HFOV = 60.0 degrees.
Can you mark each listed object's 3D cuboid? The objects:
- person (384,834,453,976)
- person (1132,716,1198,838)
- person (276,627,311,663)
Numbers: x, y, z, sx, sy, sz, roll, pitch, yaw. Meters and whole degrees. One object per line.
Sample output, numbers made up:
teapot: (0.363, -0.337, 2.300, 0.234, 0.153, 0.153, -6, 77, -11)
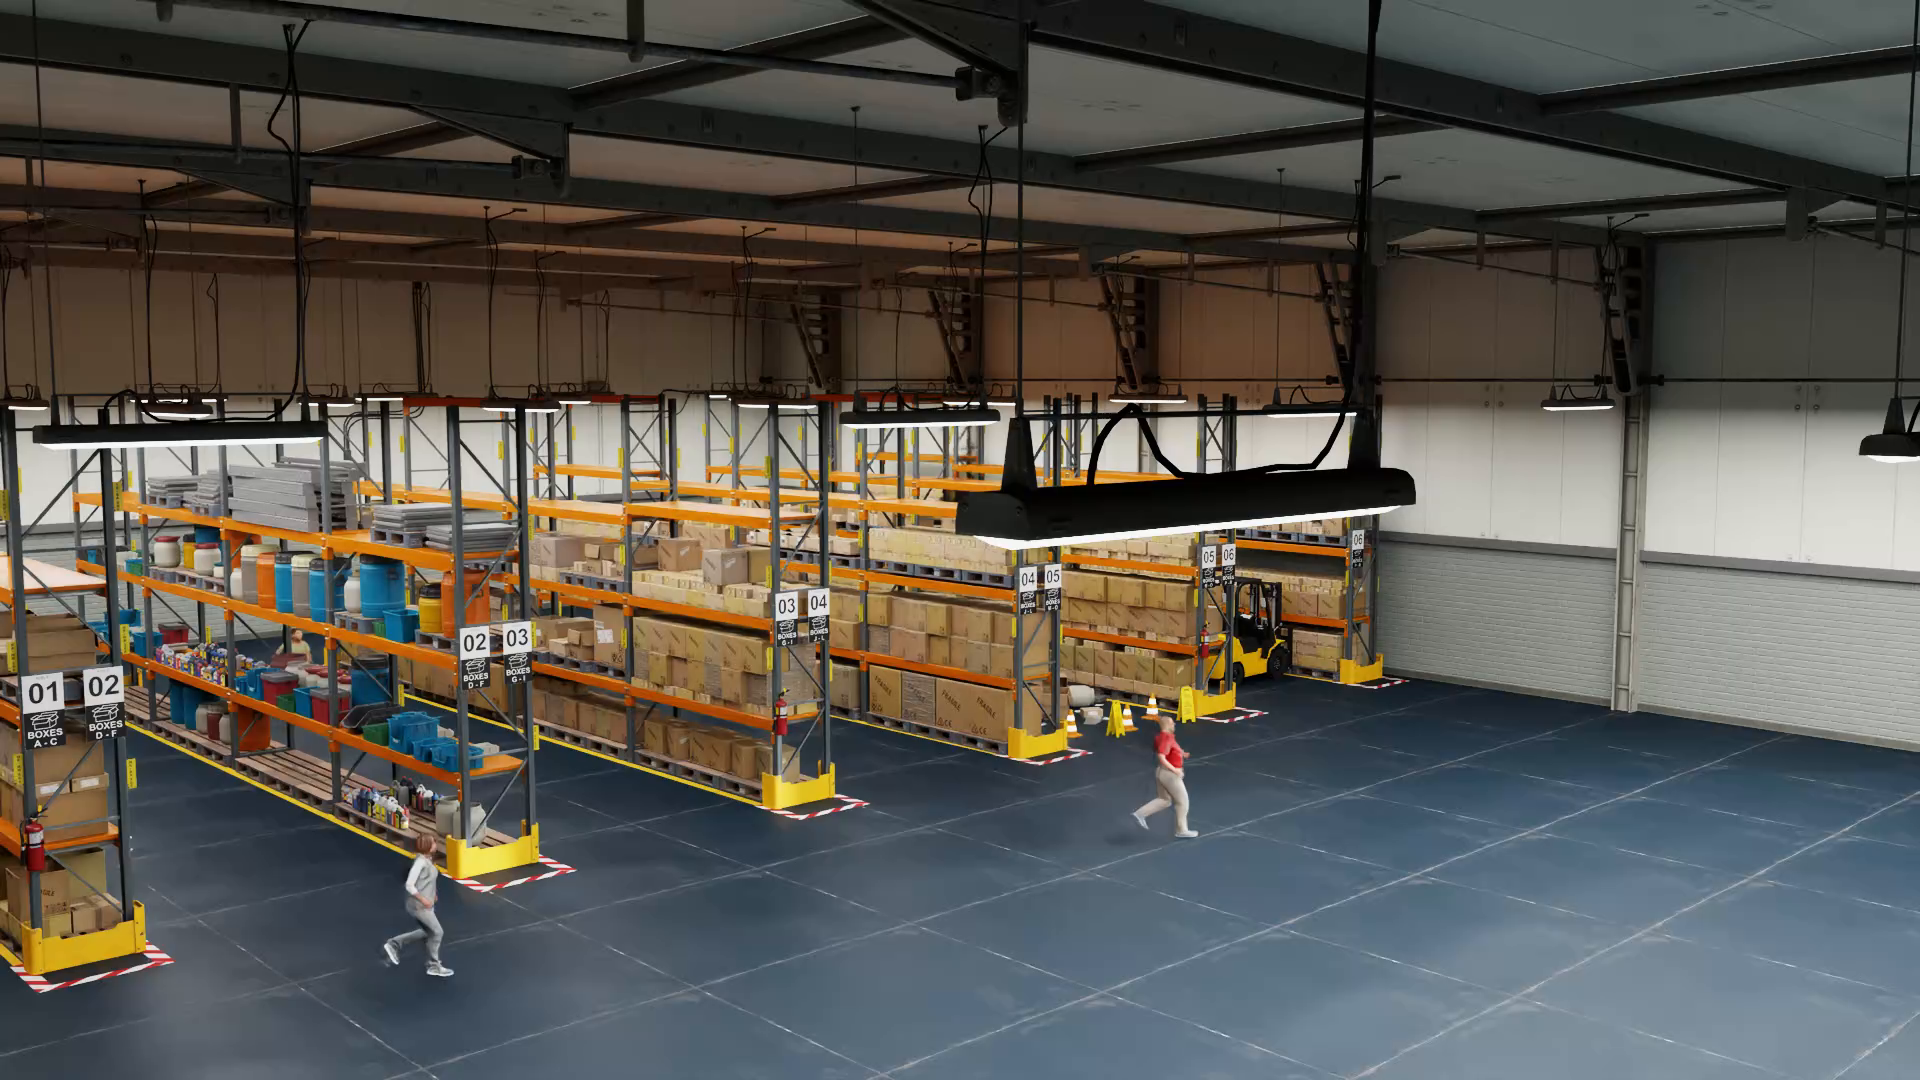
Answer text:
person: (-5.734, 3.872, 17.533, 0.695, 1.576, 0.559, -1, 6, -12)
person: (2.848, 3.265, 22.928, 0.901, 1.695, 0.676, -1, 6, -10)
person: (-12.519, 2.466, 31.405, 0.736, 1.651, 0.546, 4, 7, 34)
